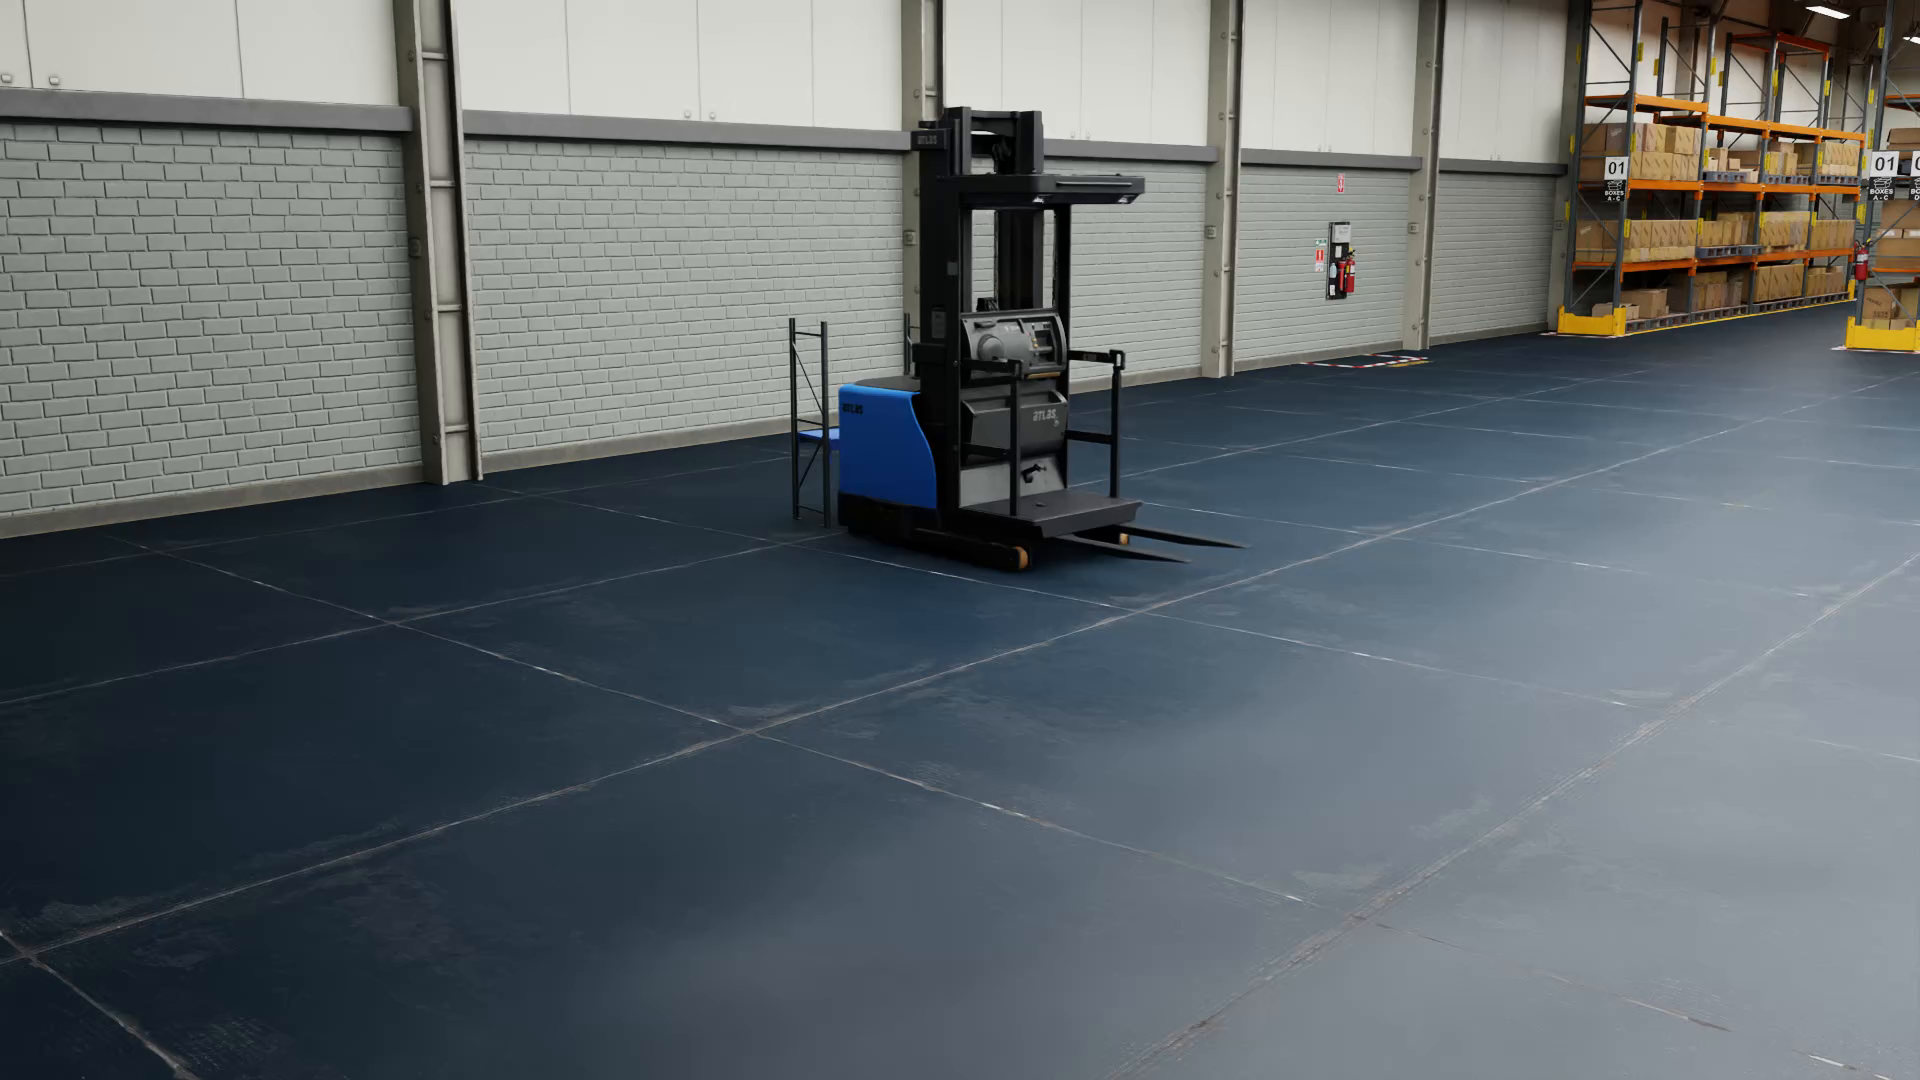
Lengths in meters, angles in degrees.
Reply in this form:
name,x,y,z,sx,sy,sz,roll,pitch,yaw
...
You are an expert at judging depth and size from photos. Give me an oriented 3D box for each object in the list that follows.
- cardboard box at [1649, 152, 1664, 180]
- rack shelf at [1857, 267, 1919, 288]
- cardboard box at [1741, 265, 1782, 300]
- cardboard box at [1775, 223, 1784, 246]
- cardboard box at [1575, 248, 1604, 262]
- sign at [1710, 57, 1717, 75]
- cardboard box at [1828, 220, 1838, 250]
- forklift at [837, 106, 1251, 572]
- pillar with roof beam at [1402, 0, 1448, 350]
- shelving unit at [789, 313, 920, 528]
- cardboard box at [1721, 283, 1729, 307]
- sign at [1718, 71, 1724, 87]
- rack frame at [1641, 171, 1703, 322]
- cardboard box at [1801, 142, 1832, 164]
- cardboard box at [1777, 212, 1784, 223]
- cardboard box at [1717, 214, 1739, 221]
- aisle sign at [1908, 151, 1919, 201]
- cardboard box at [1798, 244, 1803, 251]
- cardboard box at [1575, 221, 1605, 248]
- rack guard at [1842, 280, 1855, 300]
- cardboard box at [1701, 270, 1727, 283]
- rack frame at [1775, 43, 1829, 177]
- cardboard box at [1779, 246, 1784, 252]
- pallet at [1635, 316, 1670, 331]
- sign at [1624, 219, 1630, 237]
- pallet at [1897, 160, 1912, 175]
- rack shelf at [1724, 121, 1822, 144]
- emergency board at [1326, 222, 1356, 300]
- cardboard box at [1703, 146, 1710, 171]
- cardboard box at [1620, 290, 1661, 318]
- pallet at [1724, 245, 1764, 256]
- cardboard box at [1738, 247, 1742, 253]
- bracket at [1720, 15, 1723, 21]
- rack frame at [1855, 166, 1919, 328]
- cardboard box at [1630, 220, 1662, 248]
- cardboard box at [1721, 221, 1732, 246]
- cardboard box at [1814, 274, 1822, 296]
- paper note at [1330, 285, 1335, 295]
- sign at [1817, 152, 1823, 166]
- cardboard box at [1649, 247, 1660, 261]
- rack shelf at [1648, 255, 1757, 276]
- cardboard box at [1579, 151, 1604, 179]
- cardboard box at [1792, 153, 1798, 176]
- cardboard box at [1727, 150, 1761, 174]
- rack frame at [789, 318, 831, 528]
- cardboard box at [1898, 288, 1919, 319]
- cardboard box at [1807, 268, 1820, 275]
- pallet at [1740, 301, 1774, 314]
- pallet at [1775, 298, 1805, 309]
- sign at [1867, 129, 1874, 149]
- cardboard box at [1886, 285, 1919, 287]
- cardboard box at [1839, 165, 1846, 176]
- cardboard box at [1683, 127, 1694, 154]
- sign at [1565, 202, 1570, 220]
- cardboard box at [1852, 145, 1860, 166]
name,x,y,z,sx,sy,sz,roll,pitch,yaw
cardboard box,12.810,-6.998,31.123,0.500,0.500,0.500,11,16,43
rack shelf,16.724,-4.601,28.926,1.077,0.370,4.000,10,15,40
cardboard box,18.128,-5.848,37.747,0.750,0.750,0.750,10,15,40
cardboard box,18.155,-6.868,37.375,0.500,0.500,0.500,10,15,40
cardboard box,11.843,-5.330,31.069,0.500,0.250,0.500,10,15,41
sign,14.716,-9.254,32.481,0.100,0.325,0.005,10,15,40
cardboard box,20.931,-7.505,40.862,0.980,0.700,0.700,9,14,38
forklift,0.516,-1.345,10.962,1.130,2.935,3.031,-11,16,-44
pillar with roof beam,10.766,-7.017,23.868,9.100,9.000,0.400,10,15,40
shelving unit,-0.689,-0.919,12.485,1.048,1.500,0.538,-8,14,-35
cardboard box,16.098,-5.293,35.813,0.700,0.500,0.500,10,15,40
sign,16.542,-10.025,36.142,0.100,0.325,0.005,10,15,40
rack frame,14.321,-5.888,33.533,1.000,3.000,0.127,10,15,40
cardboard box,20.283,-9.154,39.366,0.500,0.500,0.500,10,15,40
cardboard box,18.136,-7.236,37.300,0.500,0.250,0.500,10,15,41
cardboard box,16.555,-6.956,35.843,0.380,0.149,0.250,7,13,31
aisle sign,15.590,-5.885,26.881,0.394,0.787,0.004,10,15,40
cardboard box,19.442,-6.825,38.815,0.380,0.149,0.250,10,15,41
cardboard box,11.832,-5.700,31.011,0.500,0.500,0.500,10,15,40
rack guard,22.258,-6.431,42.635,1.175,0.500,0.348,10,15,40
cardboard box,16.102,-5.646,35.664,0.500,0.250,0.500,10,15,41
rack frame,19.601,-10.007,38.838,1.000,3.000,0.127,10,15,40
cardboard box,18.535,-6.647,37.921,0.380,0.149,0.250,10,15,42
pallet,13.099,-4.237,32.386,1.003,0.211,1.213,10,15,40
sign,12.088,-5.654,30.151,0.100,0.325,0.005,10,15,40
pallet,15.890,-6.188,27.602,1.003,0.211,1.213,10,15,40
rack shelf,18.281,-9.164,37.475,1.077,0.370,4.000,10,15,40
emergency board,5.872,-4.273,25.447,0.194,1.169,0.643,10,15,40
cardboard box,14.742,-7.684,33.539,0.500,0.500,0.500,-9,15,-39
cardboard box,13.103,-4.565,32.168,0.700,0.500,0.500,9,14,37
pallet,16.571,-6.264,35.904,1.213,0.211,1.003,10,15,40
cardboard box,17.352,-6.382,36.595,0.380,0.149,0.250,9,15,40
bracket,15.994,-11.119,35.218,0.235,0.232,0.430,10,15,40
rack frame,15.404,-4.660,27.383,1.000,3.000,0.127,10,15,40
cardboard box,12.901,-5.782,31.417,0.500,0.500,0.500,9,14,39
cardboard box,15.853,-6.485,35.142,0.700,0.500,0.500,10,15,40
cardboard box,20.506,-6.216,40.482,0.700,0.500,0.500,10,15,40
paper note,5.703,-3.824,25.447,0.016,0.148,0.142,10,15,40
sign,20.015,-8.875,38.707,0.100,0.325,0.005,10,15,40
cardboard box,12.914,-5.419,31.516,0.500,0.250,0.500,9,15,39
rack shelf,15.641,-5.830,35.077,1.077,0.370,4.000,10,15,40
cardboard box,11.765,-6.924,30.752,0.500,0.500,0.500,-11,16,-43
cardboard box,18.938,-8.686,38.502,0.700,0.500,0.500,9,14,37
cardboard box,17.232,-8.290,36.521,0.700,0.500,0.500,8,14,36
rack frame,-1.103,-0.861,12.195,0.032,1.500,0.500,-8,14,-35
cardboard box,16.253,-4.009,28.158,0.500,0.500,0.500,10,15,40
cardboard box,20.535,-6.487,40.185,0.380,0.149,0.250,10,15,42
pallet,17.538,-5.215,37.285,1.003,0.211,1.213,10,15,40
pallet,19.149,-5.574,39.082,1.003,0.211,1.213,10,15,40
sign,15.005,-6.598,27.371,0.100,0.325,0.005,10,15,40
cardboard box,16.514,-4.225,29.239,0.500,0.500,0.500,10,15,40
cardboard box,21.275,-9.010,40.561,0.500,0.250,0.500,9,15,39
cardboard box,13.838,-7.717,32.172,0.500,0.500,0.500,11,16,43
sign,11.276,-6.097,30.816,0.100,0.325,0.005,10,15,40
cardboard box,21.964,-9.531,41.253,0.500,0.500,0.500,10,15,40
